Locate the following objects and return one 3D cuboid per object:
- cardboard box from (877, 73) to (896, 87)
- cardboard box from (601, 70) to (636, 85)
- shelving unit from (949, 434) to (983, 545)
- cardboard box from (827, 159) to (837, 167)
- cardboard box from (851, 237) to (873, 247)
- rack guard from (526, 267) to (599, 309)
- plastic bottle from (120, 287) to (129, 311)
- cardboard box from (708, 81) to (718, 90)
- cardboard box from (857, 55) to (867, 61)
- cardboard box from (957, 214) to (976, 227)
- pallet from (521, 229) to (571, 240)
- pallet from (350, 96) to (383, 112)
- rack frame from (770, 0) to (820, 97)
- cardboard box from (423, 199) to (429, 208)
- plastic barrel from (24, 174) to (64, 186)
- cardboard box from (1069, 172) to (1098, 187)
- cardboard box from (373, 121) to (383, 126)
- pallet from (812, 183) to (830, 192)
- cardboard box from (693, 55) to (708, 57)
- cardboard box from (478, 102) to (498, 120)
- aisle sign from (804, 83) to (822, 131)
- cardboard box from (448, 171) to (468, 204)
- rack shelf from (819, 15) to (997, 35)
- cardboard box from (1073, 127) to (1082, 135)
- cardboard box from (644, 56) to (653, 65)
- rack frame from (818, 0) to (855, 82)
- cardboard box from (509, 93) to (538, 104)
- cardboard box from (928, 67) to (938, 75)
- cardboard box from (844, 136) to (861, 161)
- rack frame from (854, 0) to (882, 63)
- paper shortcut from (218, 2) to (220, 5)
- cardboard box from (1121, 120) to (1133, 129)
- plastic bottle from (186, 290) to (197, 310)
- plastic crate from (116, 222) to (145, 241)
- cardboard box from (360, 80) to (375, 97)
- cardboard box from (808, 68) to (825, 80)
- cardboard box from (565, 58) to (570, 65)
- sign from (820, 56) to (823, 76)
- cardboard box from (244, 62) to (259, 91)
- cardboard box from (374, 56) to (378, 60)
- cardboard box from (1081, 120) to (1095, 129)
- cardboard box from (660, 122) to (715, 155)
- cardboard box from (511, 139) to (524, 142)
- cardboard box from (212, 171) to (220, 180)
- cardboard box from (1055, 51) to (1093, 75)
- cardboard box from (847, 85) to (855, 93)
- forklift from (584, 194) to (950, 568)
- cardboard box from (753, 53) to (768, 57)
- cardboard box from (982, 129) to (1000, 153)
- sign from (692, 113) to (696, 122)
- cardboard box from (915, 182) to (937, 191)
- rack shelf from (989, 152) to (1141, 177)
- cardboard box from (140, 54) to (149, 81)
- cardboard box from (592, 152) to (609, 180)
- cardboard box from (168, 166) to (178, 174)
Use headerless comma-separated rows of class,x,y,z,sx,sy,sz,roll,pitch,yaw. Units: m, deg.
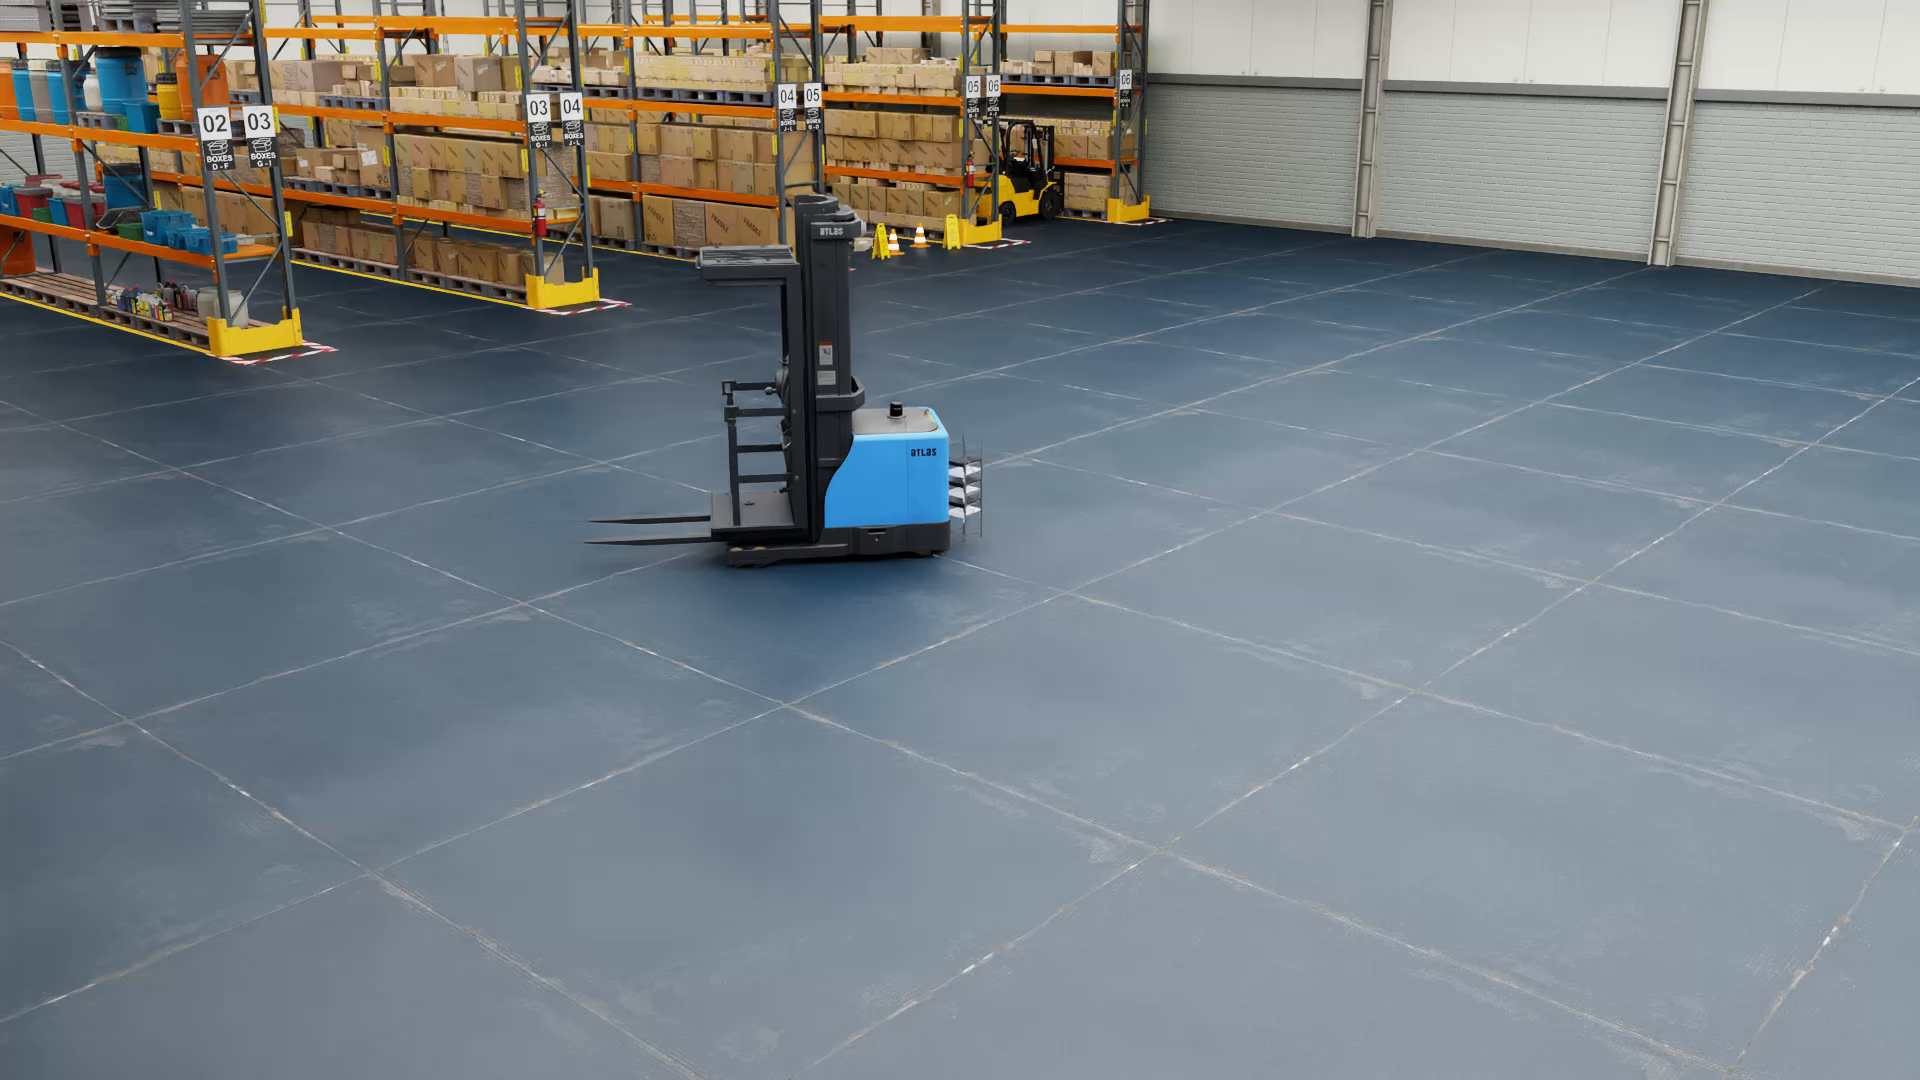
cardboard box,-1.305,-9.230,33.362,0.500,0.250,0.500,15,23,40
cardboard box,-6.434,-8.758,31.505,0.500,0.250,0.500,15,23,40
shelving unit,0.036,-0.433,14.316,0.210,0.900,0.258,15,23,39
cardboard box,-2.567,-7.931,34.885,0.250,0.149,0.380,15,23,39
cardboard box,-1.918,-5.830,32.564,0.380,0.149,0.250,-6,18,-18
rack guard,-6.232,-3.965,26.106,0.348,0.500,1.175,15,23,39
plastic bottle,-12.127,-3.515,24.207,0.185,0.351,0.144,16,24,41
cardboard box,-4.231,-8.046,29.430,0.250,0.149,0.380,15,23,40
cardboard box,-2.381,-11.940,41.240,0.250,0.149,0.380,14,22,37
cardboard box,-0.017,-6.497,33.804,0.500,0.250,0.500,15,23,39
pallet,-8.251,-6.345,34.082,1.213,0.211,1.003,15,23,39
pallet,-9.558,-7.432,28.251,1.003,0.211,1.213,15,23,39
rack frame,-2.808,-9.102,28.244,0.127,3.000,1.000,15,23,39
cardboard box,-8.629,-5.568,27.440,0.250,0.149,0.380,15,23,39
plastic barrel,-14.898,-5.667,27.112,0.708,0.536,0.600,15,23,39
cardboard box,2.757,-7.996,36.874,0.500,0.250,0.500,16,23,40
cardboard box,-12.704,-9.454,36.960,0.500,0.500,0.500,14,22,38
pallet,-3.731,-9.187,43.040,1.213,0.211,1.003,15,23,39
cardboard box,-4.751,-8.831,30.585,0.250,0.149,0.380,16,23,40
cardboard box,-7.080,-6.638,25.686,0.500,0.250,0.500,15,23,40
aisle sign,-2.555,-7.535,28.927,0.004,0.787,0.394,15,23,39
cardboard box,-7.734,-5.733,26.890,0.500,0.500,0.875,15,23,39
rack shelf,-1.093,-10.299,33.212,4.000,0.370,1.077,15,23,39
cardboard box,2.707,-9.033,36.705,0.250,0.149,0.380,15,23,39
cardboard box,-5.561,-8.783,30.434,0.250,0.149,0.380,15,23,39
rack frame,-2.589,-11.046,34.368,0.127,3.000,1.000,15,23,39
cardboard box,-6.590,-6.674,25.141,0.250,0.149,0.380,15,23,39
cardboard box,-0.417,-9.182,32.550,0.250,0.149,0.380,15,23,39
cardboard box,-2.054,-8.129,34.437,0.500,0.500,0.500,15,23,39
rack frame,-2.289,-12.972,40.439,0.127,3.000,1.000,15,23,39
paper shortcut,-13.495,-9.819,30.273,0.078,0.170,0.009,-25,-14,39
cardboard box,3.585,-9.121,36.492,0.250,0.149,0.380,14,23,38
plastic bottle,-11.278,-3.534,24.391,0.135,0.276,0.152,16,23,40
plastic crate,-11.627,-4.386,23.651,0.662,0.188,0.450,15,23,39
cardboard box,-9.937,-7.676,28.237,0.258,0.266,0.396,16,24,41
cardboard box,-3.122,-9.829,35.047,0.500,0.250,0.500,14,23,38
cardboard box,-9.263,-11.462,40.000,0.258,0.266,0.396,16,24,41
sign,-2.435,-8.251,28.945,0.005,0.325,0.100,15,23,39
cardboard box,-12.663,-8.532,30.543,0.797,0.503,0.637,-17,24,-42
cardboard box,-12.613,-10.530,36.464,0.250,0.149,0.380,15,23,39
cardboard box,2.868,-9.118,36.484,0.250,0.149,0.380,16,23,40
cardboard box,-5.058,-7.466,30.973,0.550,0.550,0.875,15,23,39
cardboard box,-6.775,-6.081,26.332,0.500,0.500,0.500,15,23,39
cardboard box,-14.222,-7.248,32.153,0.500,0.500,0.500,14,23,38
cardboard box,2.502,-10.494,36.563,0.500,0.500,0.700,15,23,40
cardboard box,-2.101,-9.288,34.204,0.250,0.149,0.380,15,23,39
forklift,-1.643,-1.336,13.803,3.031,2.935,1.130,-3,18,-8
cardboard box,-5.102,-12.419,42.718,0.250,0.149,0.380,16,23,40
cardboard box,0.861,-9.209,38.334,0.500,0.500,0.500,14,22,38
sign,-5.947,-9.415,37.233,0.005,0.325,0.100,15,23,39
cardboard box,-0.689,-7.099,33.391,0.250,0.149,0.380,16,24,41
rack shelf,2.199,-8.565,37.659,4.000,0.370,1.077,15,23,39
cardboard box,-16.175,-9.528,33.520,0.500,0.500,0.700,17,24,42
cardboard box,-6.745,-7.239,32.126,0.500,0.500,0.500,15,23,39
cardboard box,-15.596,-7.418,33.269,0.250,0.149,0.380,15,23,40
